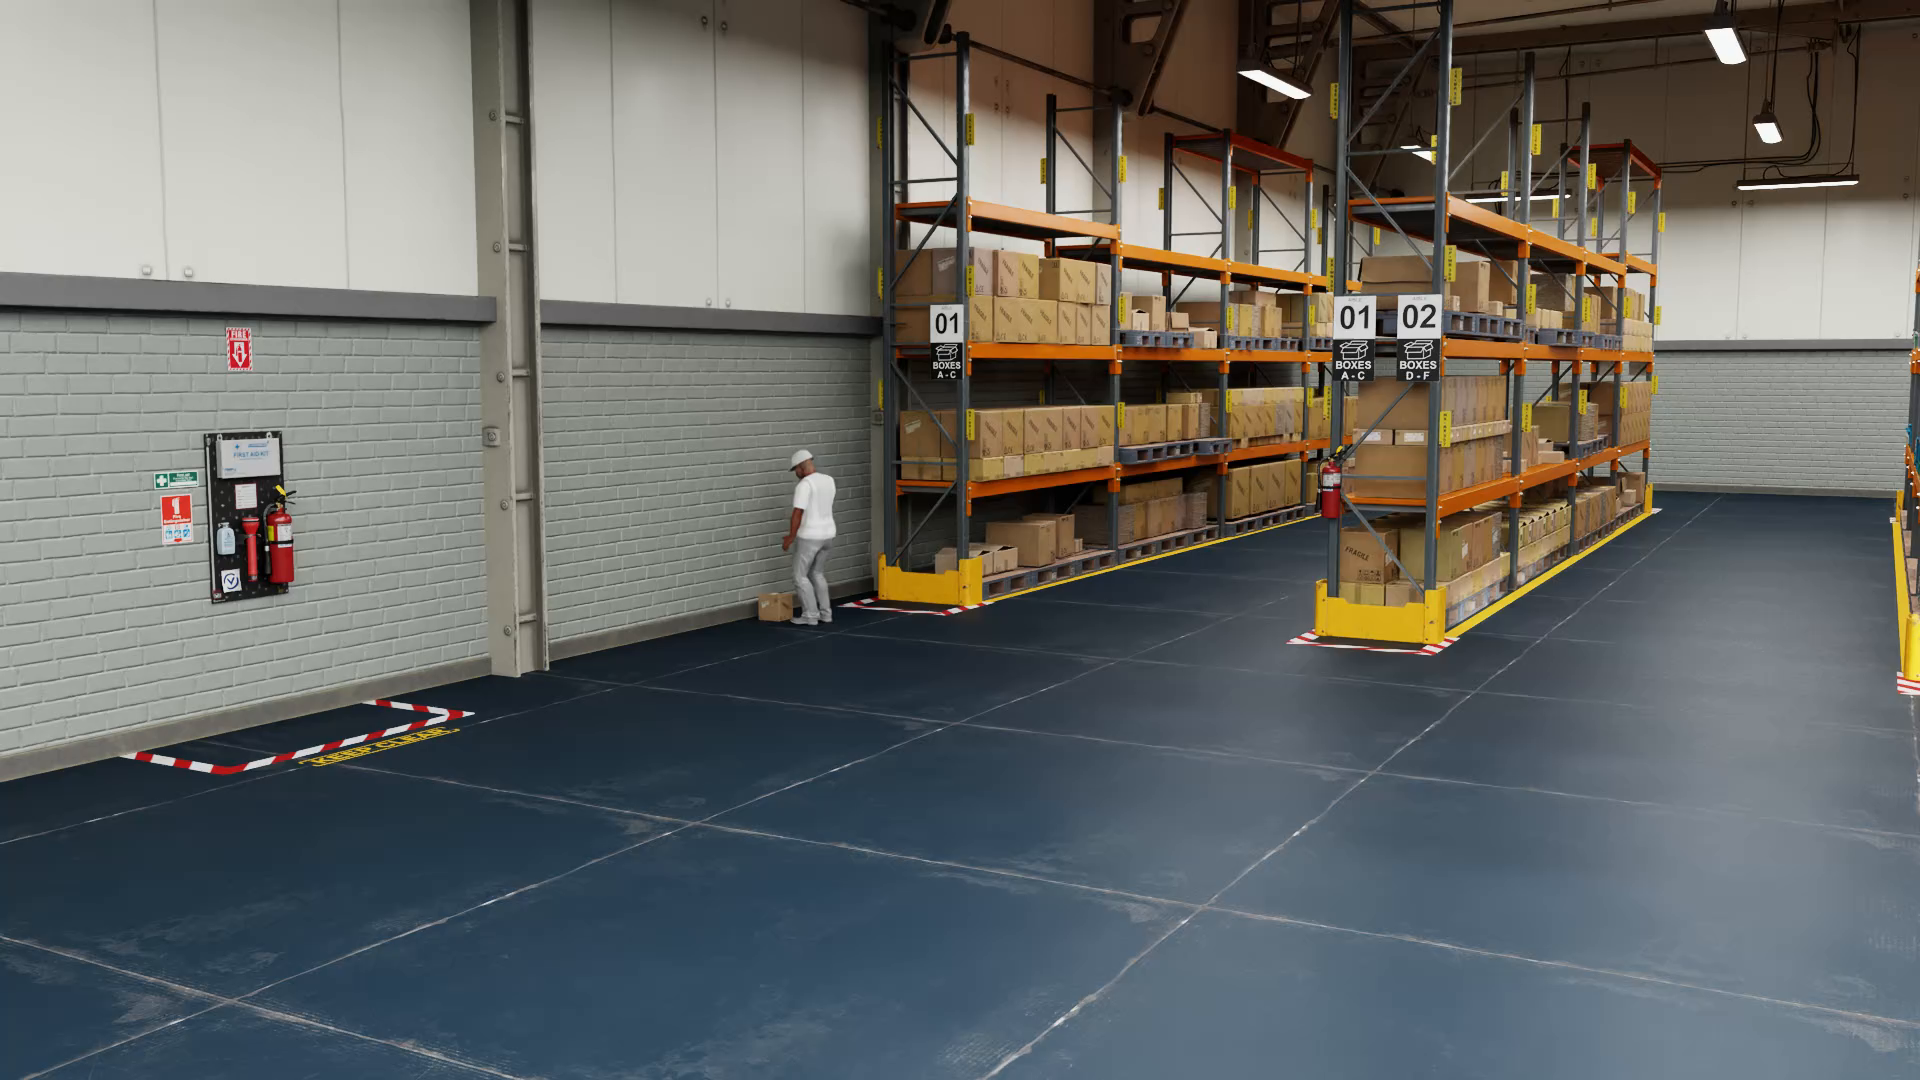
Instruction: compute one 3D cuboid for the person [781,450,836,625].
[{"bbox_3d":[-1.492,-0.028,16.510,0.437,1.724,0.588,3,7,30],"label":"person"}]
